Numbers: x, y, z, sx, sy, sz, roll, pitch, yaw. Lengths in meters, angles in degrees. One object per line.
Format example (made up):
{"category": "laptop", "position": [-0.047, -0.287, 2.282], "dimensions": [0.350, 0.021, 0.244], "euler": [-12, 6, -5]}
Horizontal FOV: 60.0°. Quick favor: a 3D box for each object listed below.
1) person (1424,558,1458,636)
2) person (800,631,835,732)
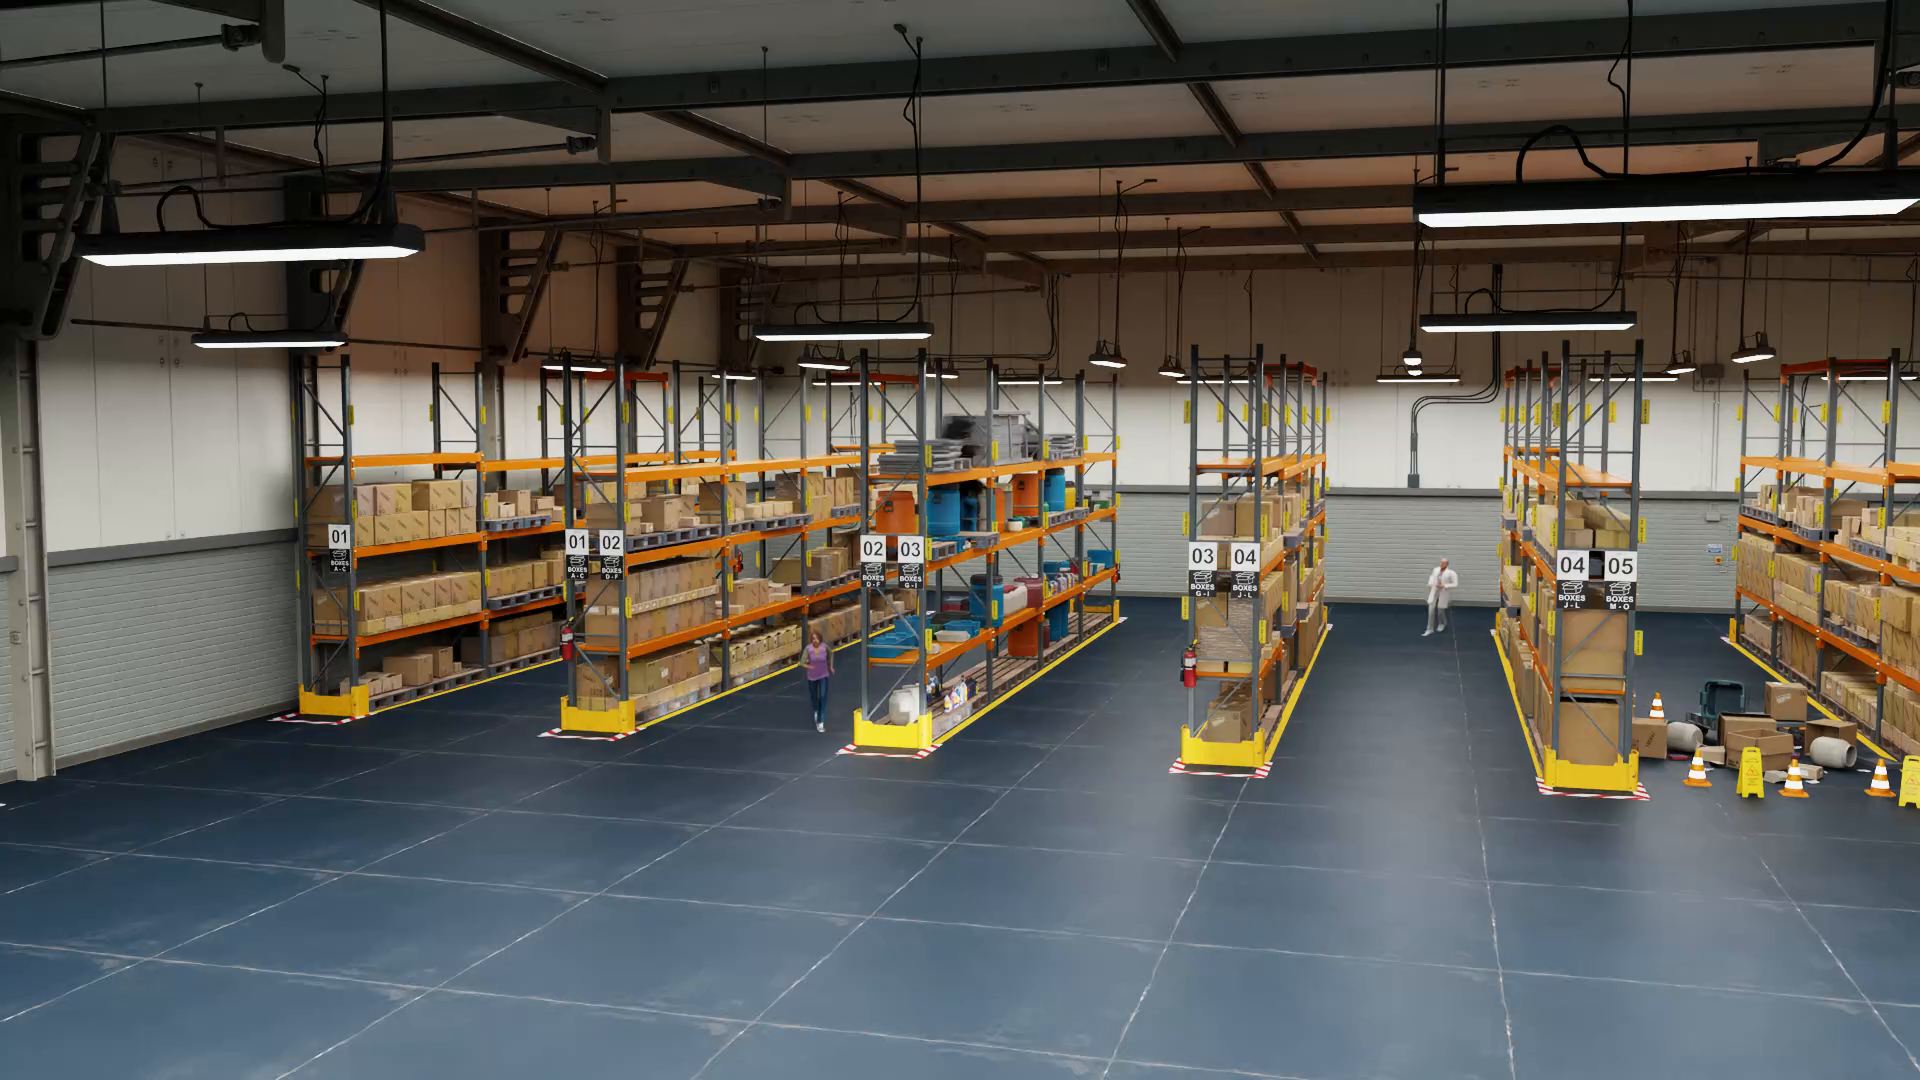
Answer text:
{"category": "person", "position": [11.014, 1.298, 37.946], "dimensions": [0.741, 1.780, 0.979], "euler": [4, 6, 40]}
{"category": "person", "position": [-2.280, 2.233, 26.589], "dimensions": [0.549, 1.550, 0.913], "euler": [0, 4, -3]}
